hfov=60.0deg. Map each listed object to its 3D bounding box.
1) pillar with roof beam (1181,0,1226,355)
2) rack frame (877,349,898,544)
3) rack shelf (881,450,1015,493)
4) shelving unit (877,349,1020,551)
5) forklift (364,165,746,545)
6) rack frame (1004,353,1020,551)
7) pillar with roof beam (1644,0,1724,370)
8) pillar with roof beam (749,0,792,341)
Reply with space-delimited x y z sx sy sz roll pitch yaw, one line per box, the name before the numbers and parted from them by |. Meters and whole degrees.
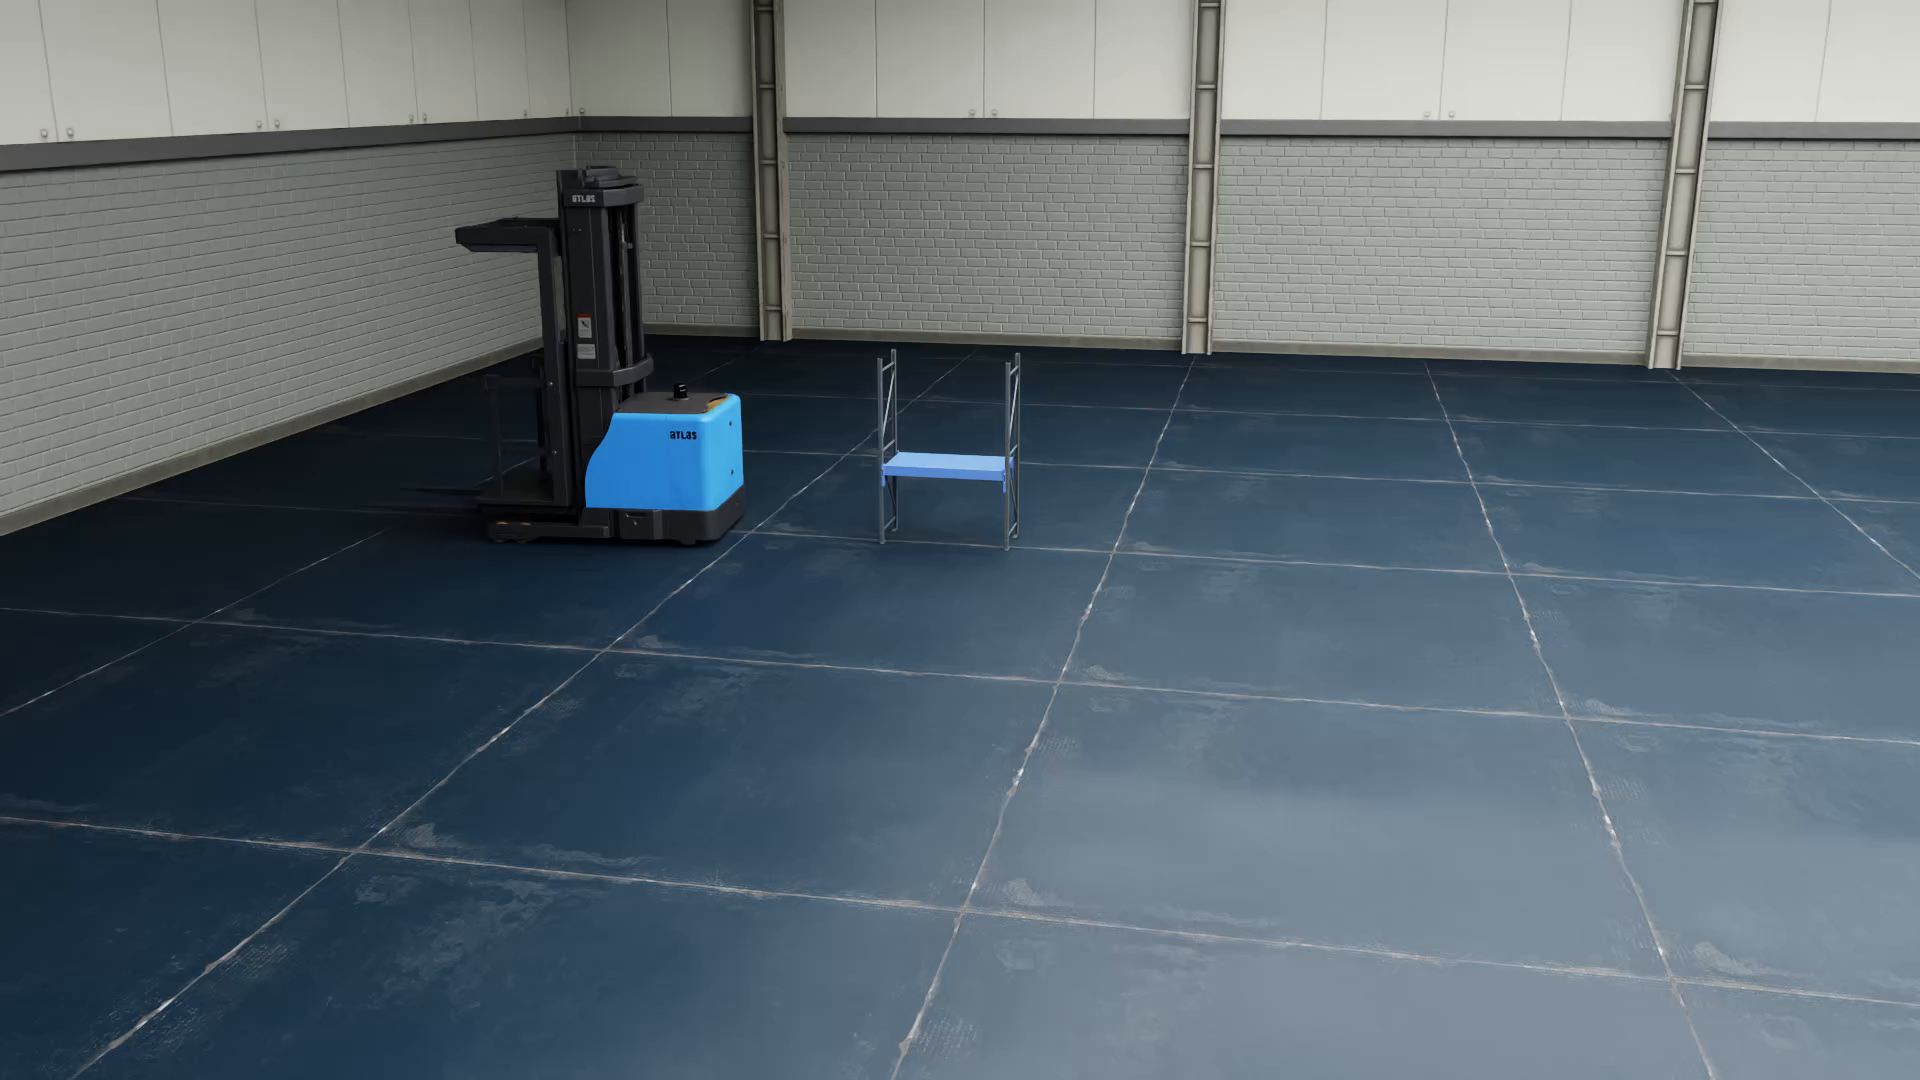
pillar with roof beam | 2.382 -5.776 17.486 0.400 9.000 9.100 3 16 11
rack frame | -0.582 -0.754 13.406 0.032 1.500 0.500 3 16 11
rack shelf | -0.084 -0.554 13.356 1.000 0.185 0.538 3 16 11
shelving unit | -0.084 -0.727 13.308 1.048 1.500 0.538 3 16 11
forklift | -3.372 -1.524 13.502 3.031 2.935 1.130 2 16 7
rack frame | 0.415 -0.700 13.211 0.032 1.500 0.500 3 16 11
pillar with roof beam | 8.262 -5.457 16.334 0.400 9.000 9.100 3 16 11
pillar with roof beam | -3.498 -6.095 18.638 0.400 9.000 9.100 3 16 11
